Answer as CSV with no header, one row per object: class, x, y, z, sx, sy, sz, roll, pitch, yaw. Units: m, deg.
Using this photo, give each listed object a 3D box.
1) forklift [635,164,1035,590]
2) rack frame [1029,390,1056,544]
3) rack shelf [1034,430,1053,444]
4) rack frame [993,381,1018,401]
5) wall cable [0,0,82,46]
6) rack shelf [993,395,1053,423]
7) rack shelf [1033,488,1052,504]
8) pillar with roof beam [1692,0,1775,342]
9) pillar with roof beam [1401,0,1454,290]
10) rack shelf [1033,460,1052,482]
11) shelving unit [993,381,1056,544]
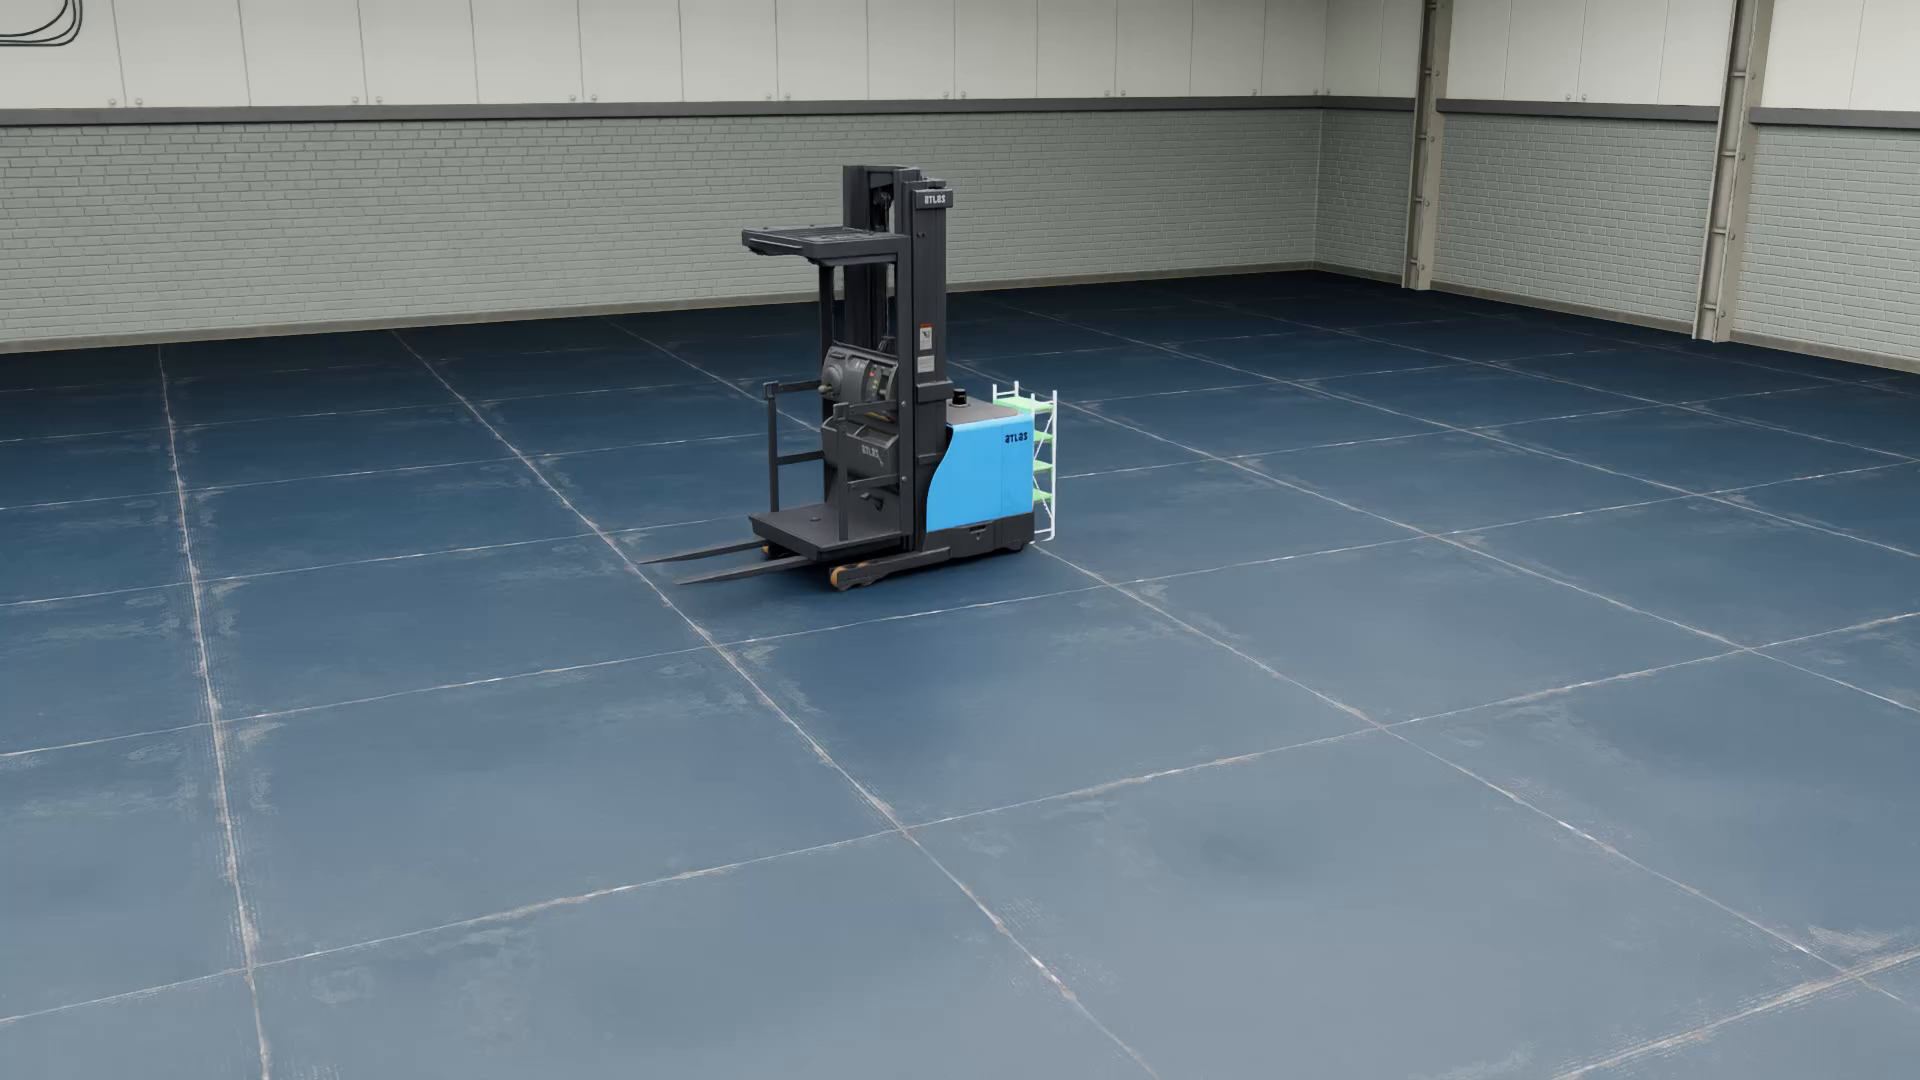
forklift,-0.910,-1.212,12.161,3.031,2.935,1.130,-11,20,-34
rack frame,0.650,-0.568,13.055,0.240,1.200,0.015,-11,19,-34
rack shelf,0.507,-0.792,13.196,0.258,0.148,0.480,-11,19,-34
rack frame,0.364,-0.677,13.435,0.240,1.200,0.015,-11,19,-34
wall cable,-12.188,-8.427,20.137,2.305,6.003,0.169,-8,18,-25
rack shelf,0.507,-1.023,13.130,0.258,0.148,0.480,-11,19,-34
rack shelf,0.507,-0.330,13.328,0.258,0.148,0.480,-11,19,-34
pillar with roof beam,6.448,-6.558,19.788,9.100,9.000,0.400,-8,18,-25
pillar with roof beam,3.819,-8.045,24.972,9.100,9.000,0.400,-8,18,-25
rack shelf,0.507,-0.561,13.262,0.258,0.148,0.480,-11,19,-34
shelving unit,0.507,-0.623,13.245,0.258,1.200,0.503,-11,19,-34
